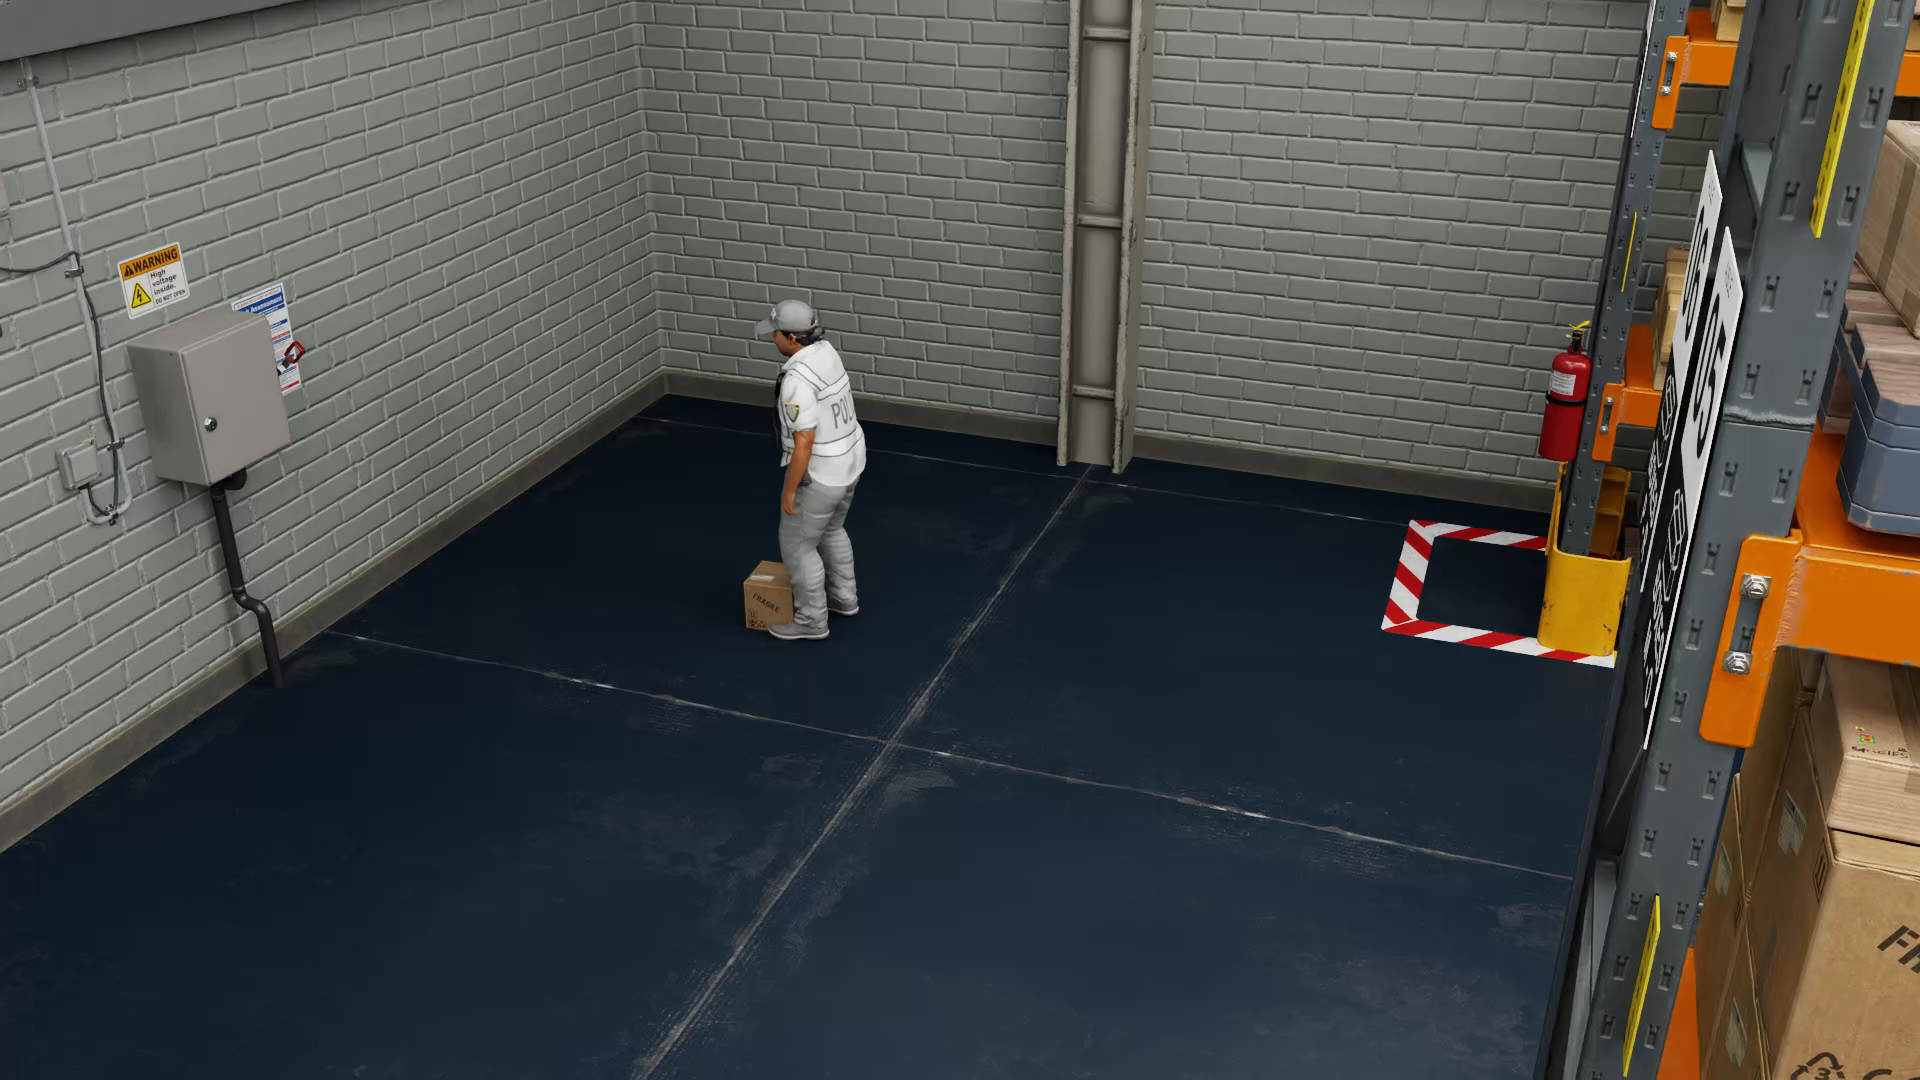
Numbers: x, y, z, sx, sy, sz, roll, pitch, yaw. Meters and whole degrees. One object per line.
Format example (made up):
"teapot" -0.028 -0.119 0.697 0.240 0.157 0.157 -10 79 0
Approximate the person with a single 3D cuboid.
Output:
"person" -0.693 -0.326 7.775 0.451 1.667 0.562 8 27 15
